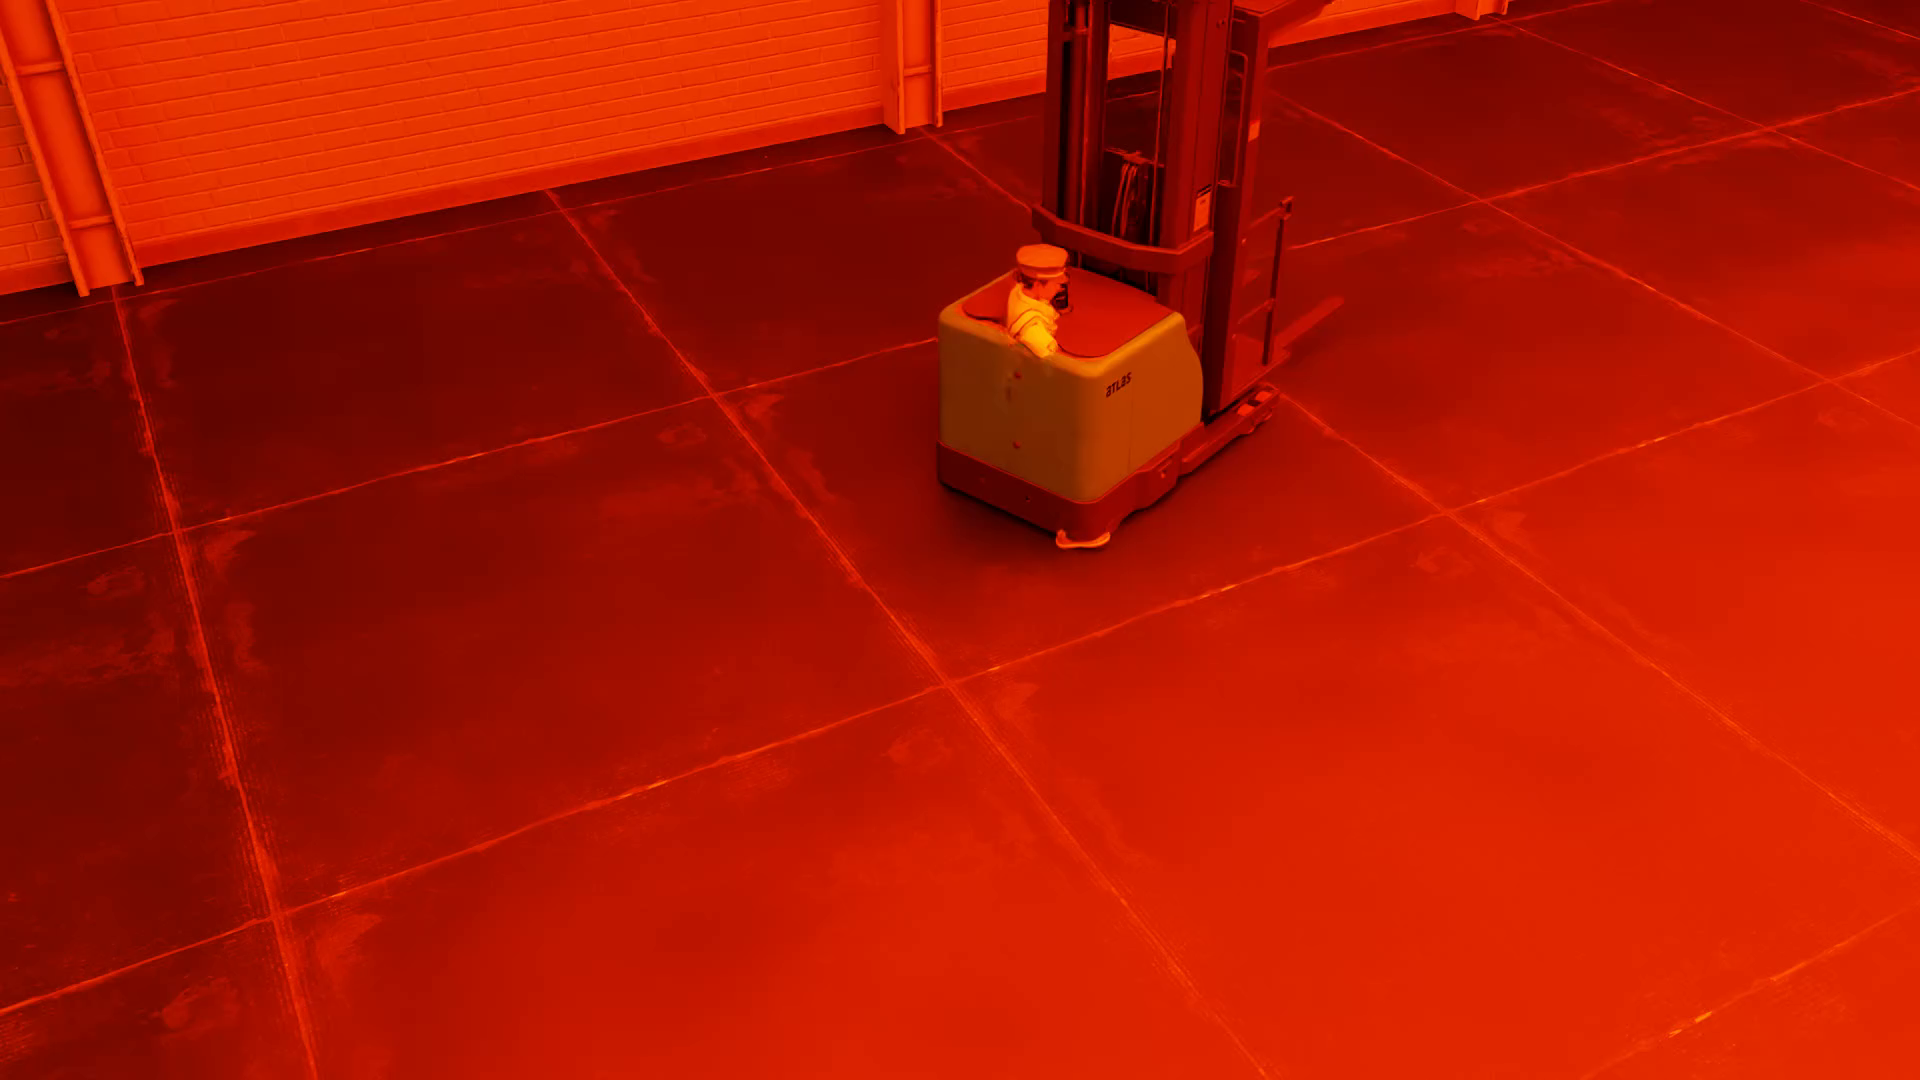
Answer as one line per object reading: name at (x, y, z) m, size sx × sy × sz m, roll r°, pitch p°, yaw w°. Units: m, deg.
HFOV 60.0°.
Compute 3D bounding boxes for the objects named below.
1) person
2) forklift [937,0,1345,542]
person at (0.548, -0.807, 8.486) m, size 0.645 × 1.508 × 0.830 m, roll 1°, pitch 35°, yaw 2°
forklift at (1.195, -1.969, 8.908) m, size 1.130 × 2.935 × 3.031 m, roll 25°, pitch 42°, yaw 31°
